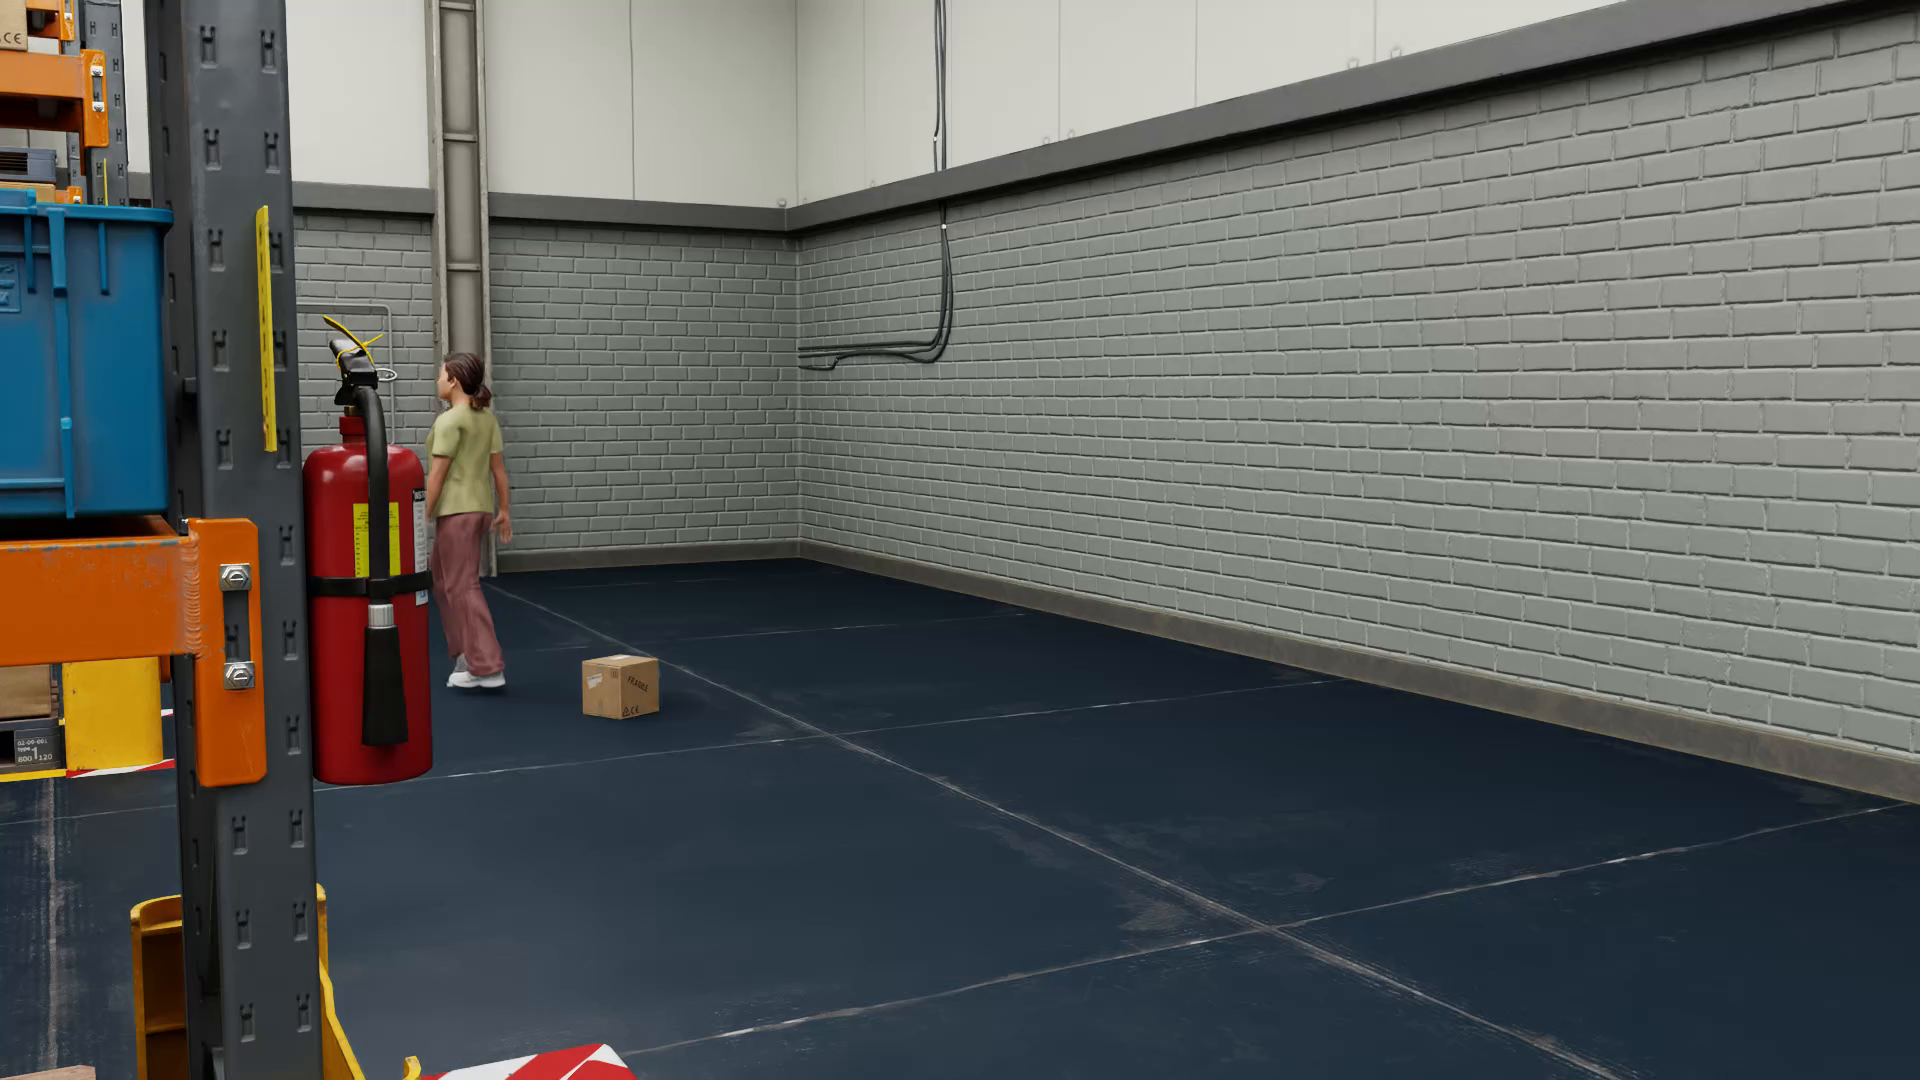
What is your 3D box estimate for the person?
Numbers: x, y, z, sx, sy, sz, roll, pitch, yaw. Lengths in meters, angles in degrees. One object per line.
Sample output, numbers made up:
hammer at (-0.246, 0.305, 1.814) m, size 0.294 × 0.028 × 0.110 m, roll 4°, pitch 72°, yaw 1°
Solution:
person at (-2.495, -0.072, 8.271) m, size 0.506 × 1.711 × 0.485 m, roll 1°, pitch 5°, yaw 14°
